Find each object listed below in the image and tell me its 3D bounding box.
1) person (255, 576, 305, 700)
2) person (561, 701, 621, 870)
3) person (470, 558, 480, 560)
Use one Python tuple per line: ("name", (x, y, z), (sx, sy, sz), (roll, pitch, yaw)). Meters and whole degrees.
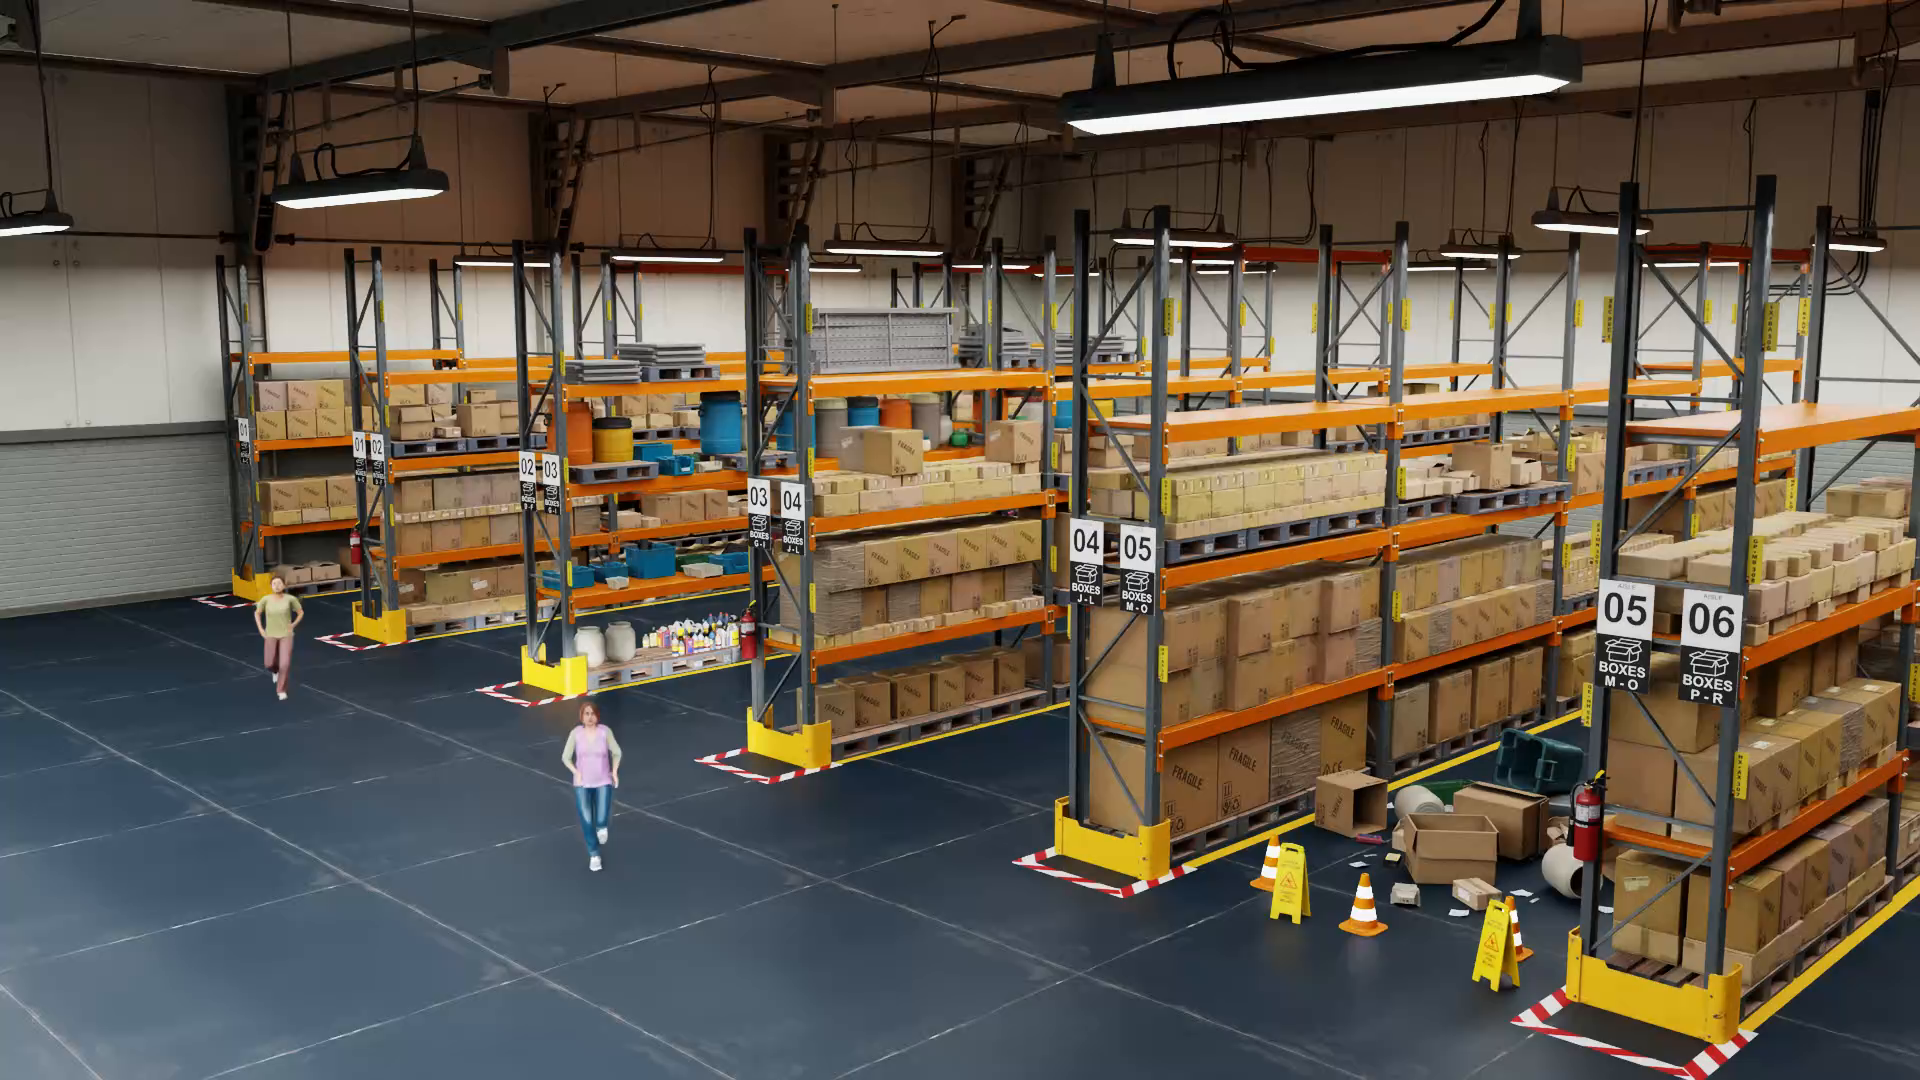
("person", (-8.978, 1.270, 21.966), (0.616, 1.626, 0.563), (-2, 8, -14))
("person", (-3.392, 2.249, 15.339), (0.541, 1.560, 0.549), (-2, 8, -12))
("person", (-8.384, 0.216, 28.879), (0.707, 1.745, 0.877), (5, 9, 29))
